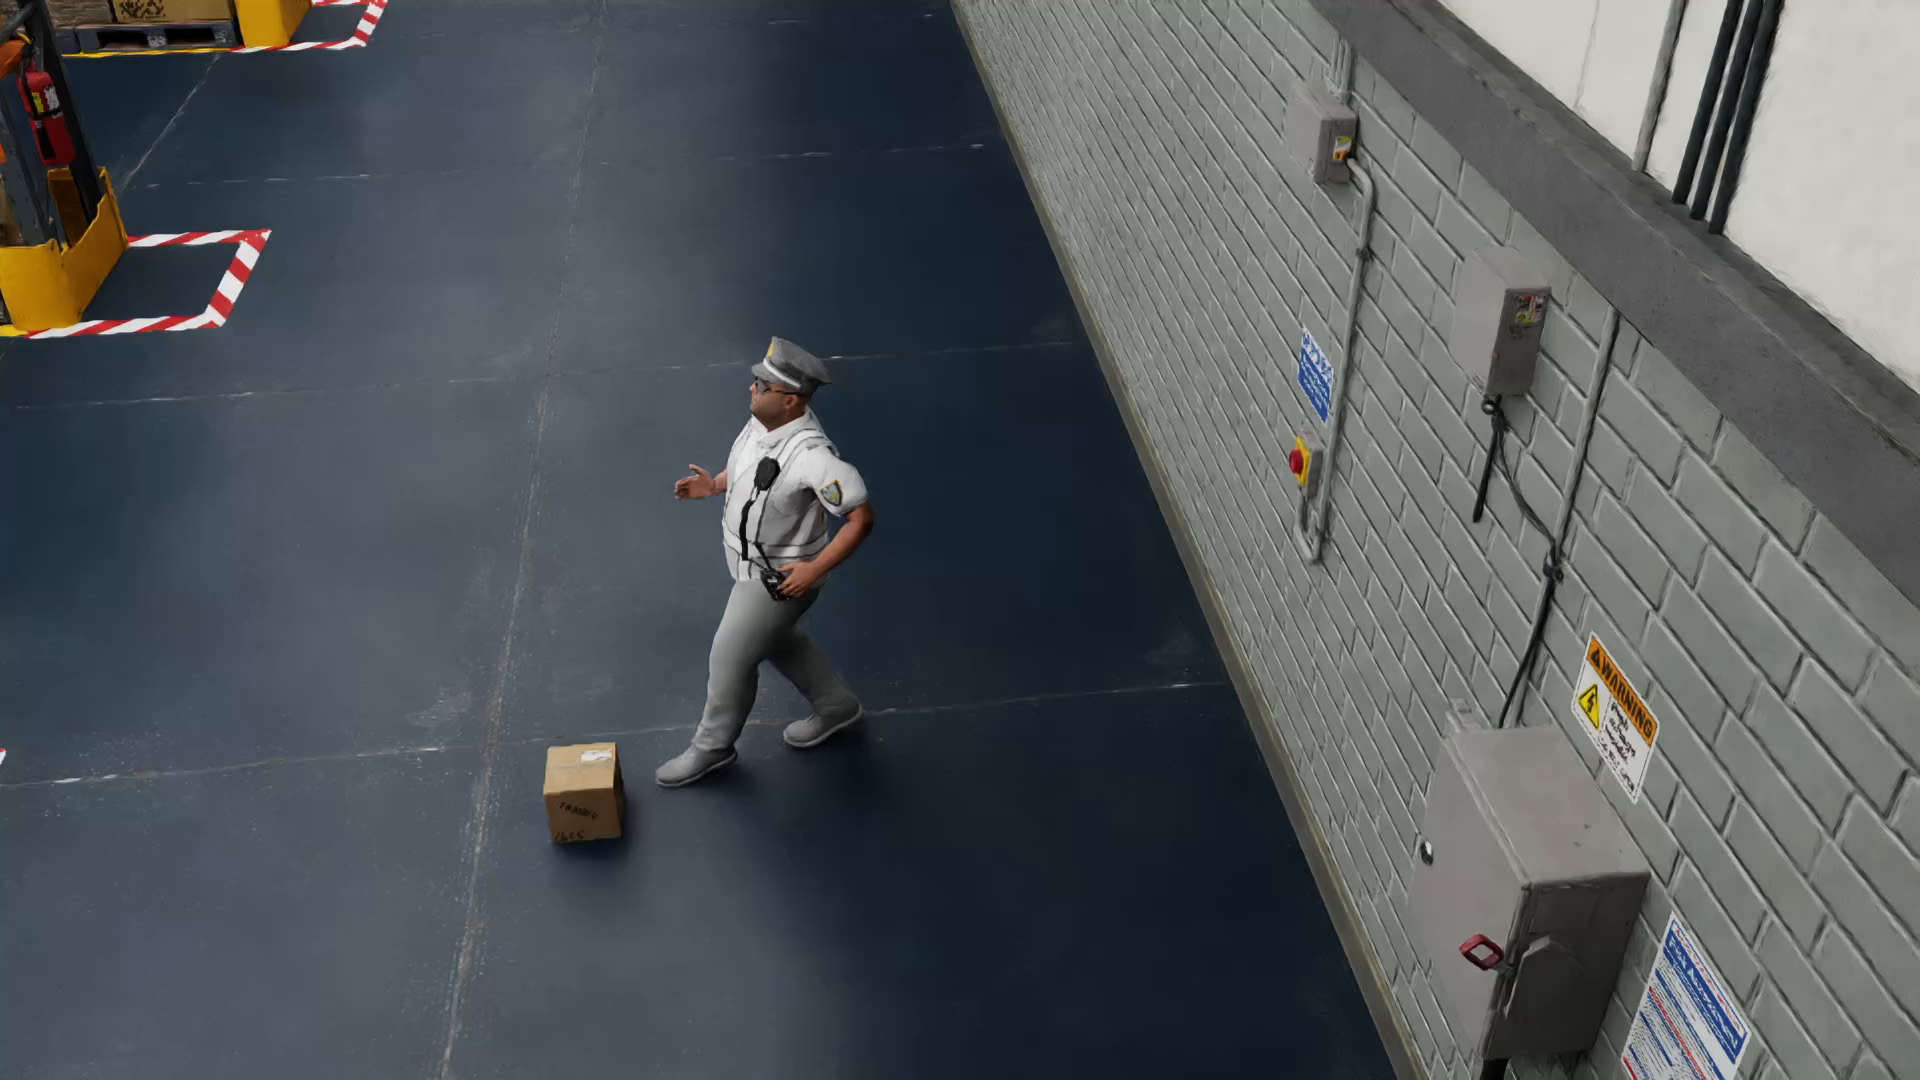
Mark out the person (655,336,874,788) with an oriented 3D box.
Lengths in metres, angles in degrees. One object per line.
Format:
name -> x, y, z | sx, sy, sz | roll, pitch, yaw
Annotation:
person -> -0.758, 0.083, 6.003 | 0.858, 1.775, 0.621 | -5, 35, -7
